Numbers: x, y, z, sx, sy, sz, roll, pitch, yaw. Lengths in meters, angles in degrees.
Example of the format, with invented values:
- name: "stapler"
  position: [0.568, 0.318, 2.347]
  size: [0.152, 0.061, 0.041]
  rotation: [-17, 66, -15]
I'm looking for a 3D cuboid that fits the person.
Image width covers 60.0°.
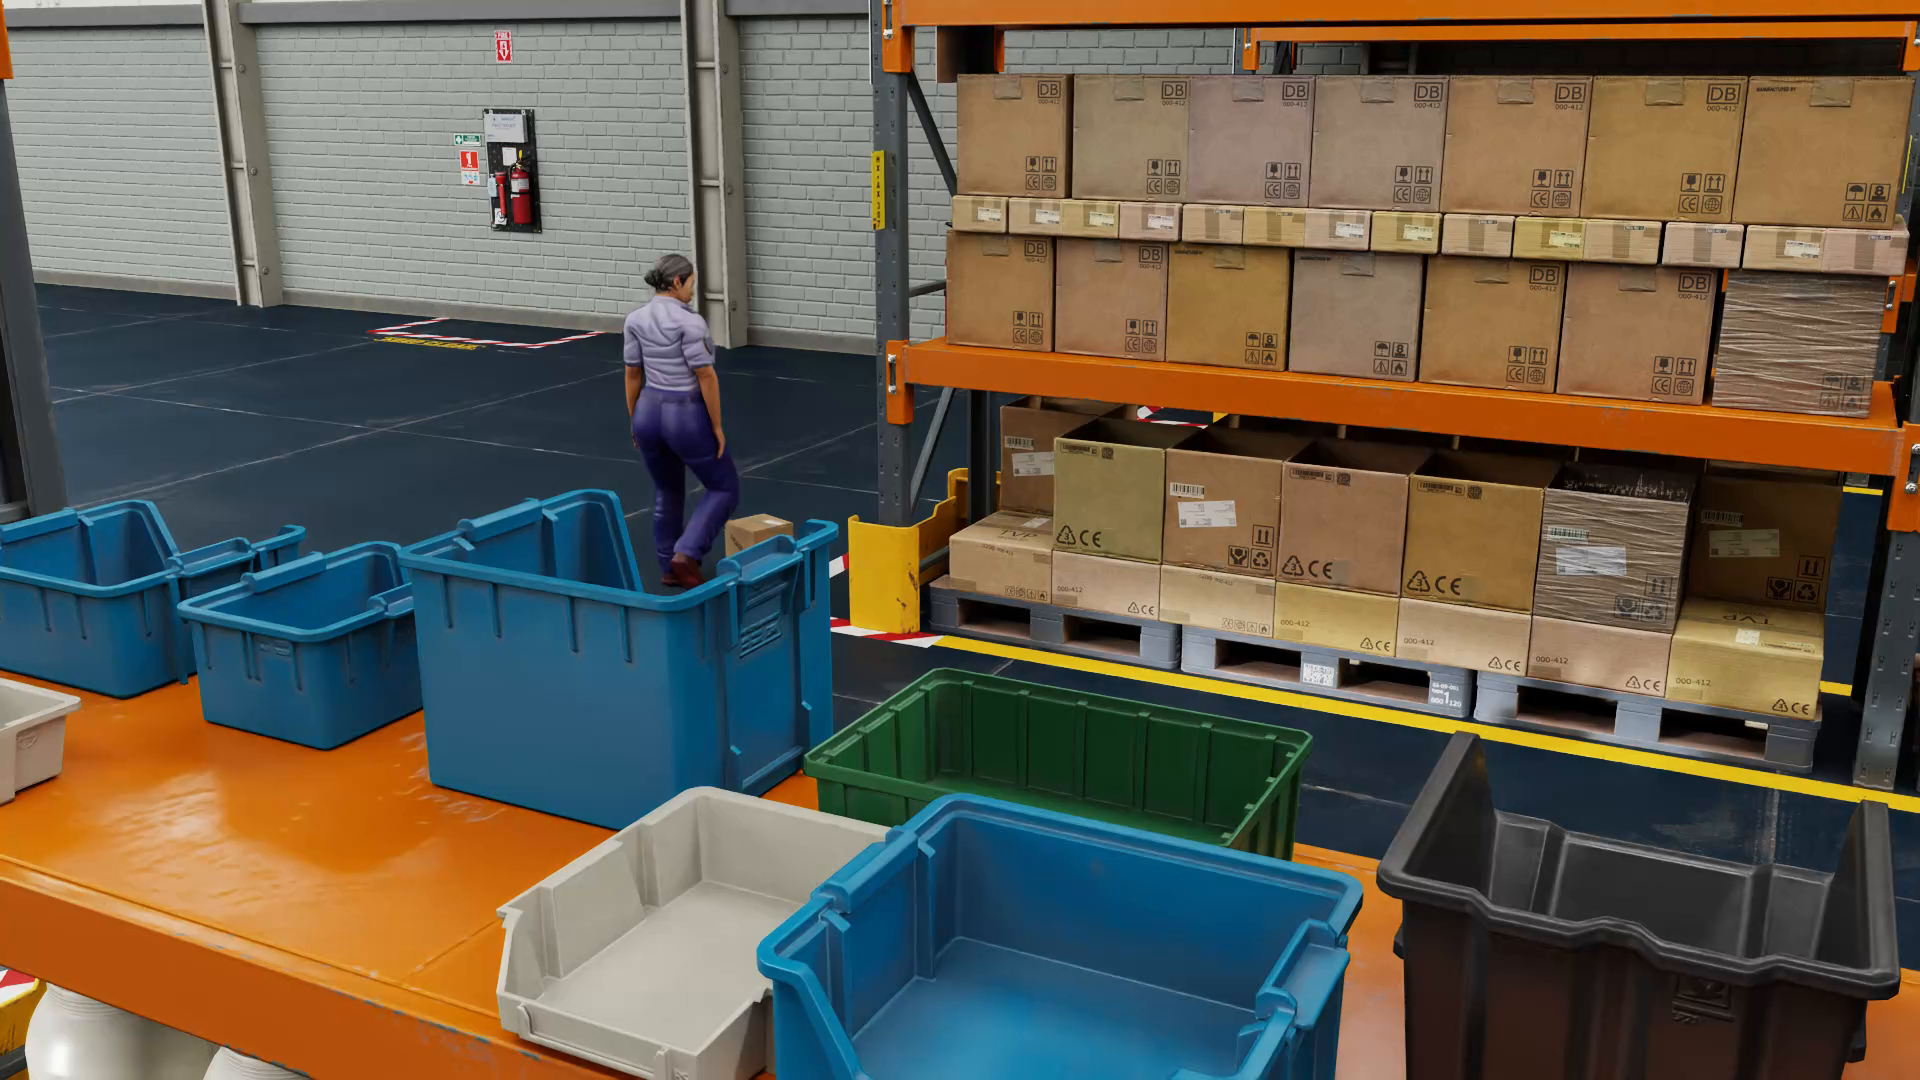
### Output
- name: "person"
  position: [-1.358, -0.541, 7.957]
  size: [0.543, 1.630, 0.589]
  rotation: [7, 17, 24]
